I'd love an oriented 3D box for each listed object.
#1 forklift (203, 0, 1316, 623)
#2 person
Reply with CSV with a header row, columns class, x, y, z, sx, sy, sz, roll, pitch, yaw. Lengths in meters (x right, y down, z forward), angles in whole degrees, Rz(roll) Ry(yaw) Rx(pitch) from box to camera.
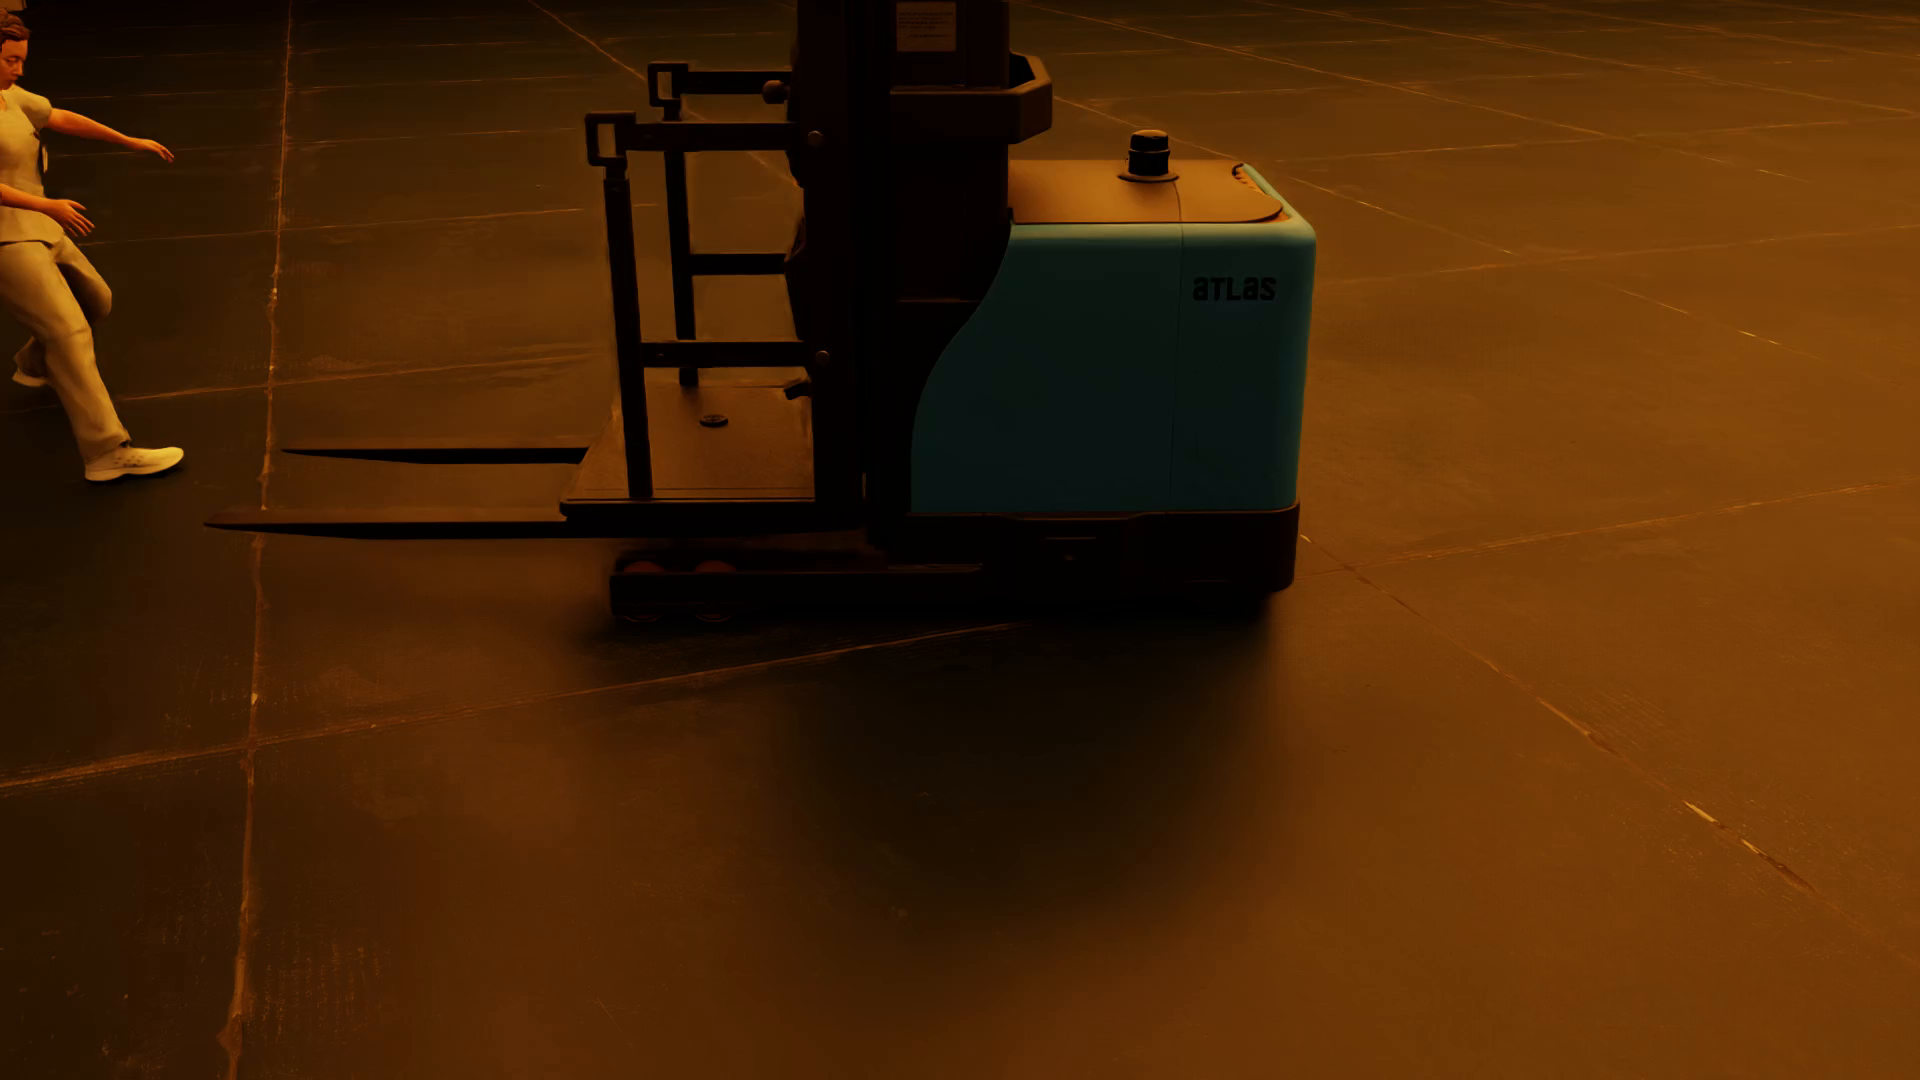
class,x,y,z,sx,sy,sz,roll,pitch,yaw
forklift,-0.595,-1.331,4.464,3.031,2.935,1.130,0,23,-1
person,-3.115,-1.091,5.754,0.902,1.478,1.199,-2,23,-4
